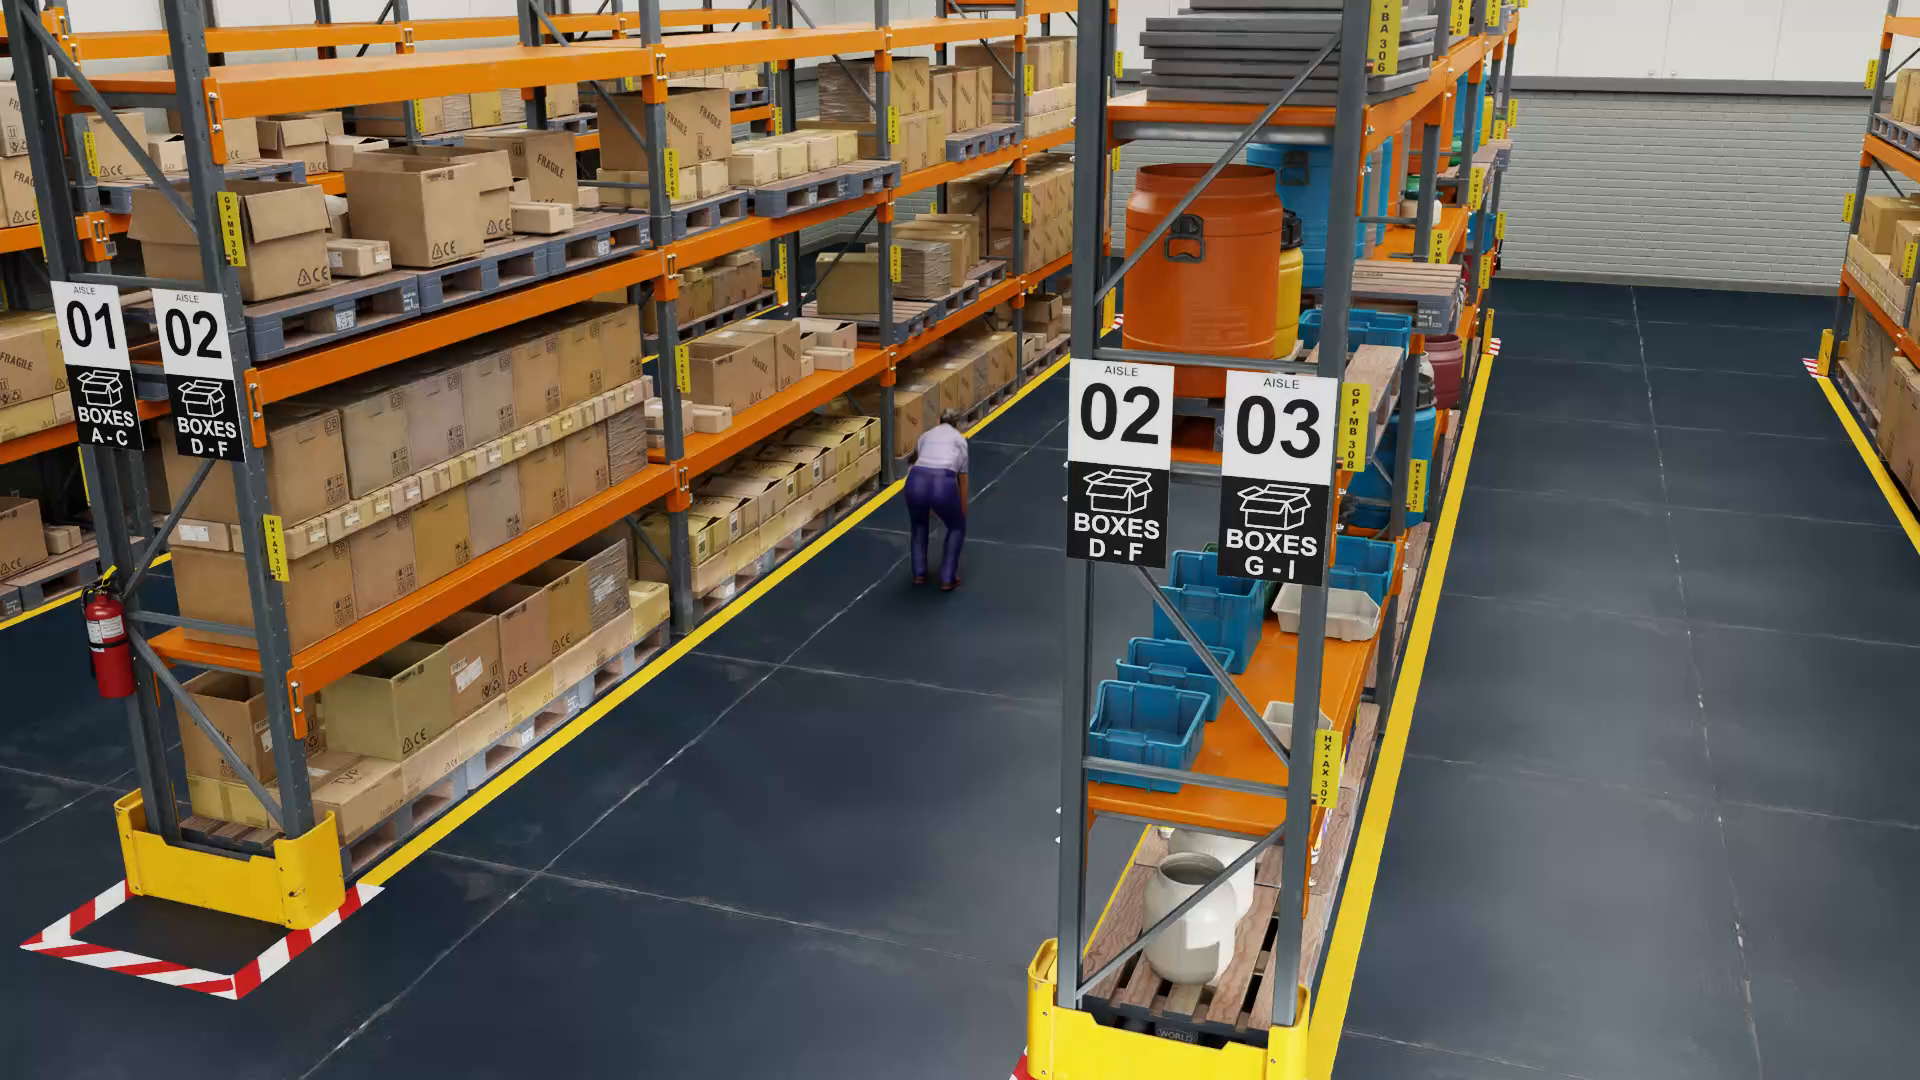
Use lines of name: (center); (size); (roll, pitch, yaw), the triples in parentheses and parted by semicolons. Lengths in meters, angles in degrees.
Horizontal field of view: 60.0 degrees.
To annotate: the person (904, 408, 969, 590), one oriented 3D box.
person: (-0.148, -0.321, 13.052); (0.456, 1.318, 0.813); (6, 20, 17)
